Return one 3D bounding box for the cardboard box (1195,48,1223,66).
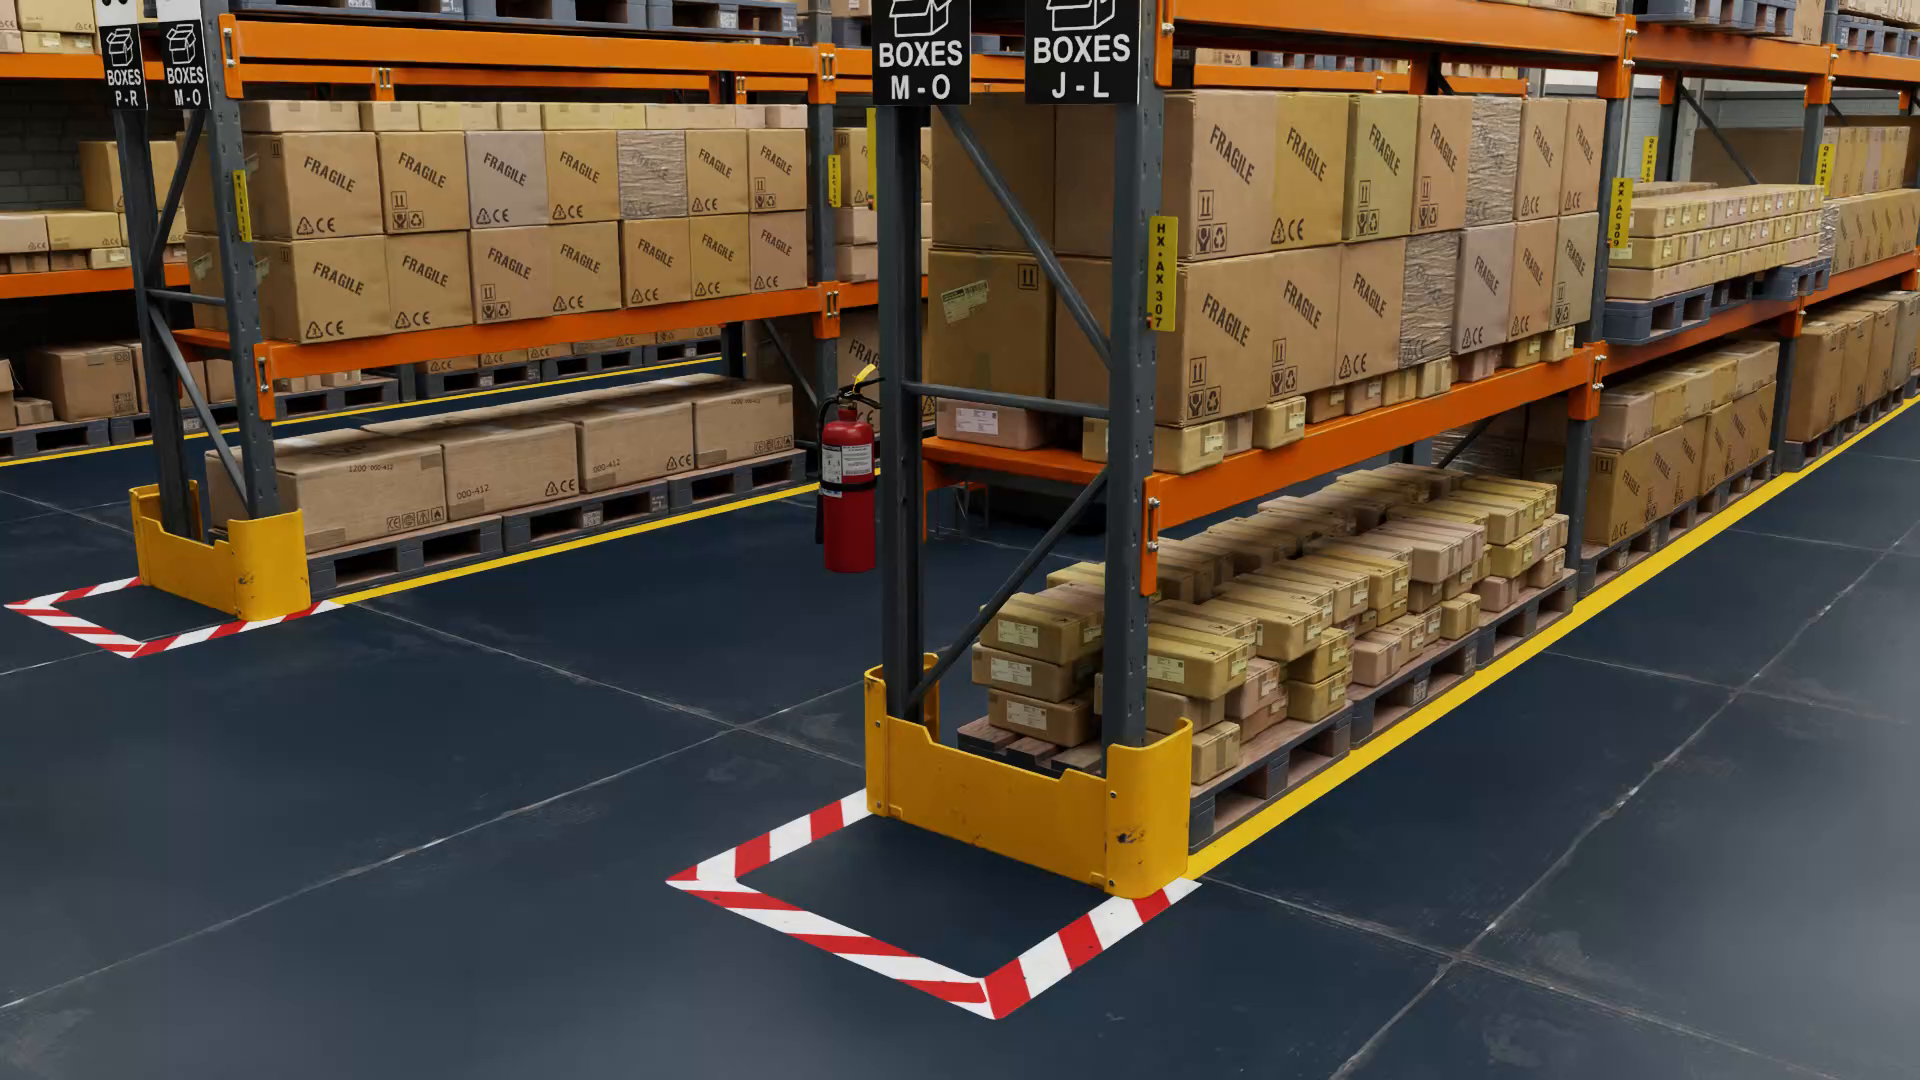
[{"bbox_3d":[1.875,-4.393,14.527,0.700,0.500,0.500,11,18,38],"label":"cardboard box"}]

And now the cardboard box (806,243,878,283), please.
[{"bbox_3d":[-0.761,-1.915,11.375,0.500,0.250,0.500,11,18,36],"label":"cardboard box"}]

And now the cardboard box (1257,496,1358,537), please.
[{"bbox_3d":[1.584,-0.085,7.594,0.380,0.149,0.250,12,18,39],"label":"cardboard box"}]

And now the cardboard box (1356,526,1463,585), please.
[{"bbox_3d":[1.887,0.062,7.017,0.380,0.149,0.250,10,18,36],"label":"cardboard box"}]

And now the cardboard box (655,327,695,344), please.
[{"bbox_3d":[-3.013,-2.262,16.657,0.500,0.500,0.500,11,18,37],"label":"cardboard box"}]

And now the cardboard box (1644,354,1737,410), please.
[{"bbox_3d":[4.319,-0.955,9.989,0.500,0.250,0.500,12,18,39],"label":"cardboard box"}]

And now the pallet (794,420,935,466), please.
[{"bbox_3d":[-0.816,-0.752,12.156,1.003,0.211,1.213,11,18,38],"label":"pallet"}]

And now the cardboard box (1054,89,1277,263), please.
[{"bbox_3d":[0.646,-1.154,5.235,0.500,0.500,0.500,11,18,37],"label":"cardboard box"}]

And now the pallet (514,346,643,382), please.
[{"bbox_3d":[-3.857,-1.757,16.109,1.003,0.211,1.213,11,18,38],"label":"pallet"}]

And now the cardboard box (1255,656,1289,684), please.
[{"bbox_3d":[0.987,0.437,6.142,0.380,0.149,0.250,12,18,38],"label":"cardboard box"}]

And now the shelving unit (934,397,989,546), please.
[{"bbox_3d":[0.009,-0.584,9.486,0.258,1.200,0.189,11,18,38],"label":"shelving unit"}]

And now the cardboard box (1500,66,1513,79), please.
[{"bbox_3d":[6.162,-5.410,19.246,0.380,0.149,0.250,11,18,38],"label":"cardboard box"}]

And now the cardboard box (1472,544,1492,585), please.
[{"bbox_3d":[2.172,0.086,7.524,0.380,0.149,0.250,11,18,38],"label":"cardboard box"}]

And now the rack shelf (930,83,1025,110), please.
[{"bbox_3d":[1.180,-5.732,21.464,1.077,0.370,4.000,11,18,38],"label":"rack shelf"}]

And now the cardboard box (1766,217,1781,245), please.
[{"bbox_3d":[4.583,-1.827,9.778,0.380,0.149,0.250,11,18,37],"label":"cardboard box"}]

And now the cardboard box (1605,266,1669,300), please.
[{"bbox_3d":[3.277,-1.284,8.242,0.380,0.149,0.250,10,17,35],"label":"cardboard box"}]

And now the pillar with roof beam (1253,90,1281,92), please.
[{"bbox_3d":[8.417,-8.407,24.439,9.100,9.000,0.400,11,18,38],"label":"pillar with roof beam"}]

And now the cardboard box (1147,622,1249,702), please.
[{"bbox_3d":[0.751,0.410,5.645,0.380,0.149,0.250,10,17,35],"label":"cardboard box"}]

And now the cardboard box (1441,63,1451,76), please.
[{"bbox_3d":[5.051,-5.064,17.882,0.380,0.149,0.250,11,18,36],"label":"cardboard box"}]

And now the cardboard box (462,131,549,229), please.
[{"bbox_3d":[-2.596,-1.959,9.009,0.500,0.500,0.500,11,18,37],"label":"cardboard box"}]

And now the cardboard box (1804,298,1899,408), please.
[{"bbox_3d":[6.770,-1.526,13.255,1.050,0.750,0.750,11,18,38],"label":"cardboard box"}]

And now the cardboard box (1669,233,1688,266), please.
[{"bbox_3d":[3.438,-1.478,8.402,0.380,0.149,0.250,11,18,36],"label":"cardboard box"}]

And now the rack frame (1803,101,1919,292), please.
[{"bbox_3d":[7.699,-2.730,14.277,1.000,3.000,0.127,11,18,38],"label":"rack frame"}]

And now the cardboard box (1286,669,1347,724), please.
[{"bbox_3d":[1.233,0.552,6.294,0.380,0.149,0.250,12,18,38],"label":"cardboard box"}]

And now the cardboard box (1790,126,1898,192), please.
[{"bbox_3d":[7.070,-3.068,13.375,0.700,0.500,0.500,11,18,37],"label":"cardboard box"}]

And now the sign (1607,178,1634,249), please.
[{"bbox_3d":[3.098,-1.535,7.815,0.100,0.325,0.005,11,18,38],"label":"sign"}]

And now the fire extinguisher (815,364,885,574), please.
[{"bbox_3d":[-0.360,-0.237,5.377,0.296,0.674,0.183,11,18,38],"label":"fire extinguisher"}]

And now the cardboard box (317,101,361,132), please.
[{"bbox_3d":[-3.209,-2.112,8.294,0.380,0.149,0.250,12,18,39],"label":"cardboard box"}]

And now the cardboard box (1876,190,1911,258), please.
[{"bbox_3d":[7.262,-2.540,13.328,0.500,0.500,0.500,11,18,37],"label":"cardboard box"}]

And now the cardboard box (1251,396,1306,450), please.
[{"bbox_3d":[0.954,-0.420,5.693,0.380,0.149,0.250,11,18,36],"label":"cardboard box"}]

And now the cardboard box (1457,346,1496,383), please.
[{"bbox_3d":[2.054,-0.775,7.091,0.380,0.149,0.250,10,18,35],"label":"cardboard box"}]

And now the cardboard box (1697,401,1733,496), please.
[{"bbox_3d":[4.326,-0.587,10.065,0.500,0.500,0.500,10,18,35],"label":"cardboard box"}]

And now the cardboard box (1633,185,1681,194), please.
[{"bbox_3d":[4.253,-2.127,10.351,0.380,0.149,0.250,10,18,35],"label":"cardboard box"}]

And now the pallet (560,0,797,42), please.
[{"bbox_3d":[-1.765,-3.200,10.216,1.003,0.211,1.213,11,18,38],"label":"pallet"}]

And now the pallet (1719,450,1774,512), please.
[{"bbox_3d":[4.693,-0.463,11.017,1.003,0.211,1.213,11,18,38],"label":"pallet"}]

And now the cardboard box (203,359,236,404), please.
[{"bbox_3d":[-5.941,-1.397,13.253,0.700,0.500,0.500,10,18,35],"label":"cardboard box"}]

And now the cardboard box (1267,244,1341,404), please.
[{"bbox_3d":[0.971,-0.774,5.771,0.500,0.500,0.500,11,18,38],"label":"cardboard box"}]

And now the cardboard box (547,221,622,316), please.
[{"bbox_3d":[-2.300,-1.569,9.503,0.500,0.500,0.500,12,19,39],"label":"cardboard box"}]

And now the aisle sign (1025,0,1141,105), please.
[{"bbox_3d":[0.345,-1.631,4.673,0.394,0.787,0.004,11,18,38],"label":"aisle sign"}]

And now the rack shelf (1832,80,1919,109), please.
[{"bbox_3d":[8.956,-4.218,15.504,1.077,0.370,4.000,11,18,38],"label":"rack shelf"}]

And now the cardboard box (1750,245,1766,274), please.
[{"bbox_3d":[4.423,-1.635,9.625,0.380,0.149,0.250,12,19,39],"label":"cardboard box"}]

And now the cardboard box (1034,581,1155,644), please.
[{"bbox_3d":[0.495,0.278,6.165,0.380,0.149,0.250,12,18,39],"label":"cardboard box"}]

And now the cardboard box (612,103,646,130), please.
[{"bbox_3d":[-2.041,-2.449,9.619,0.380,0.149,0.250,11,18,36],"label":"cardboard box"}]

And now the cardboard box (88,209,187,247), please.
[{"bbox_3d":[-6.187,-2.358,12.513,0.500,0.250,0.500,11,18,36],"label":"cardboard box"}]

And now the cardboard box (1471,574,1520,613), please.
[{"bbox_3d":[2.346,0.206,7.659,0.380,0.149,0.250,11,18,36],"label":"cardboard box"}]

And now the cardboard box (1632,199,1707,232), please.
[{"bbox_3d":[3.610,-1.675,8.574,0.380,0.149,0.250,11,18,38],"label":"cardboard box"}]

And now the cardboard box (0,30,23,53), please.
[{"bbox_3d":[-6.683,-3.436,11.473,0.380,0.149,0.250,12,18,39],"label":"cardboard box"}]

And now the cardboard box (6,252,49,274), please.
[{"bbox_3d":[-6.731,-1.995,11.895,0.380,0.149,0.250,12,19,39],"label":"cardboard box"}]

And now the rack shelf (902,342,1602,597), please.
[{"bbox_3d":[1.414,-0.466,6.827,1.077,0.370,4.000,11,18,38],"label":"rack shelf"}]

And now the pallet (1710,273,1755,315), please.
[{"bbox_3d":[3.973,-1.485,9.768,1.003,0.211,1.213,11,18,38],"label":"pallet"}]

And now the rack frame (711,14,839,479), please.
[{"bbox_3d":[-1.242,-1.945,11.185,1.000,3.000,0.127,11,18,38],"label":"rack frame"}]

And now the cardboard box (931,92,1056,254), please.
[{"bbox_3d":[0.251,-1.235,5.555,0.500,0.500,0.500,11,18,36],"label":"cardboard box"}]

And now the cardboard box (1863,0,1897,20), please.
[{"bbox_3d":[6.449,-3.925,12.016,0.500,0.311,0.500,11,18,37],"label":"cardboard box"}]

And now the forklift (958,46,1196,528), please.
[{"bbox_3d":[1.315,-1.791,10.719,1.130,2.935,3.031,12,19,40],"label":"forklift"}]

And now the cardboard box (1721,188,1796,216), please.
[{"bbox_3d":[4.745,-2.020,9.930,0.380,0.149,0.250,12,19,39],"label":"cardboard box"}]
